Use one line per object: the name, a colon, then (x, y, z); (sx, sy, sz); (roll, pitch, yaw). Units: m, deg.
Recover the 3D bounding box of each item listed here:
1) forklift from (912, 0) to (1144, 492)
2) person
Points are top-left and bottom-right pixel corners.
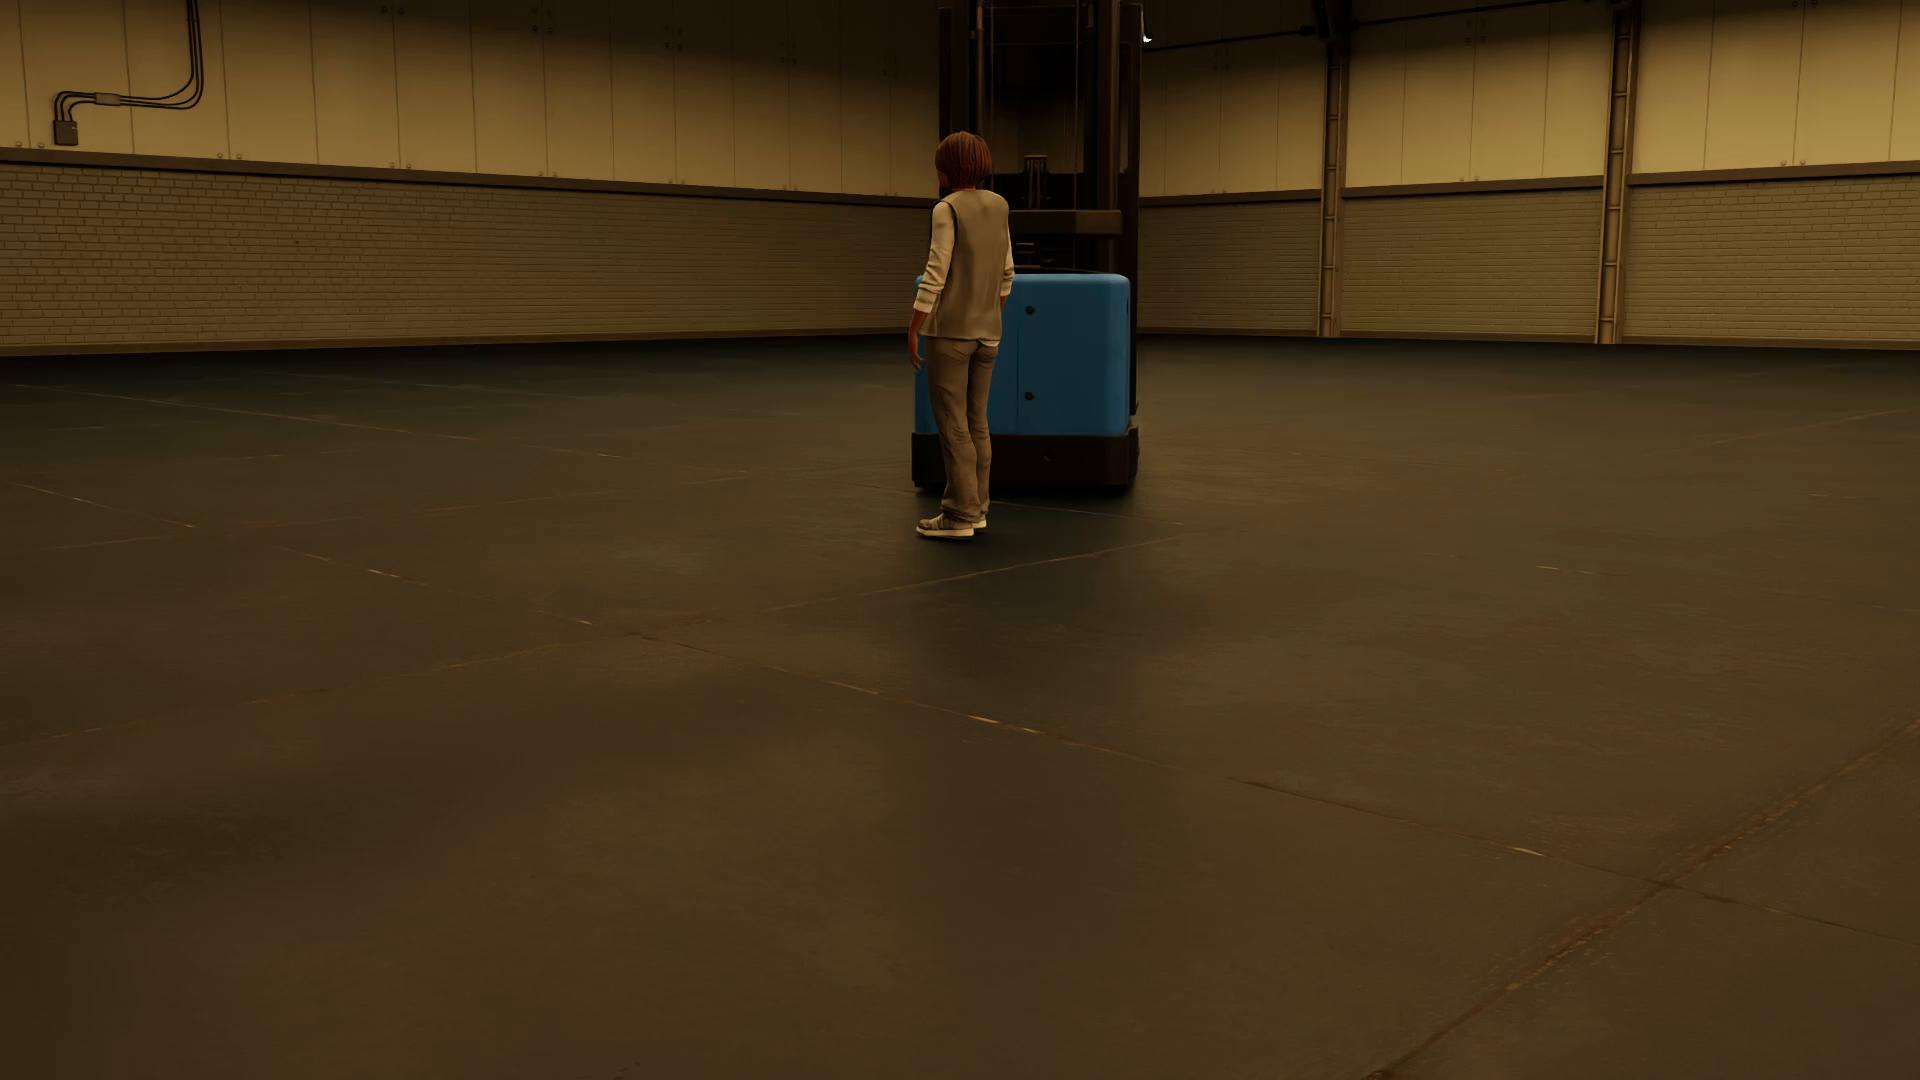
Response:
forklift: (0.459, -1.869, 9.287); (1.130, 2.935, 3.031); (1, 9, 7)
person: (-0.044, -0.806, 6.659); (0.473, 1.599, 0.520); (8, 12, 43)
